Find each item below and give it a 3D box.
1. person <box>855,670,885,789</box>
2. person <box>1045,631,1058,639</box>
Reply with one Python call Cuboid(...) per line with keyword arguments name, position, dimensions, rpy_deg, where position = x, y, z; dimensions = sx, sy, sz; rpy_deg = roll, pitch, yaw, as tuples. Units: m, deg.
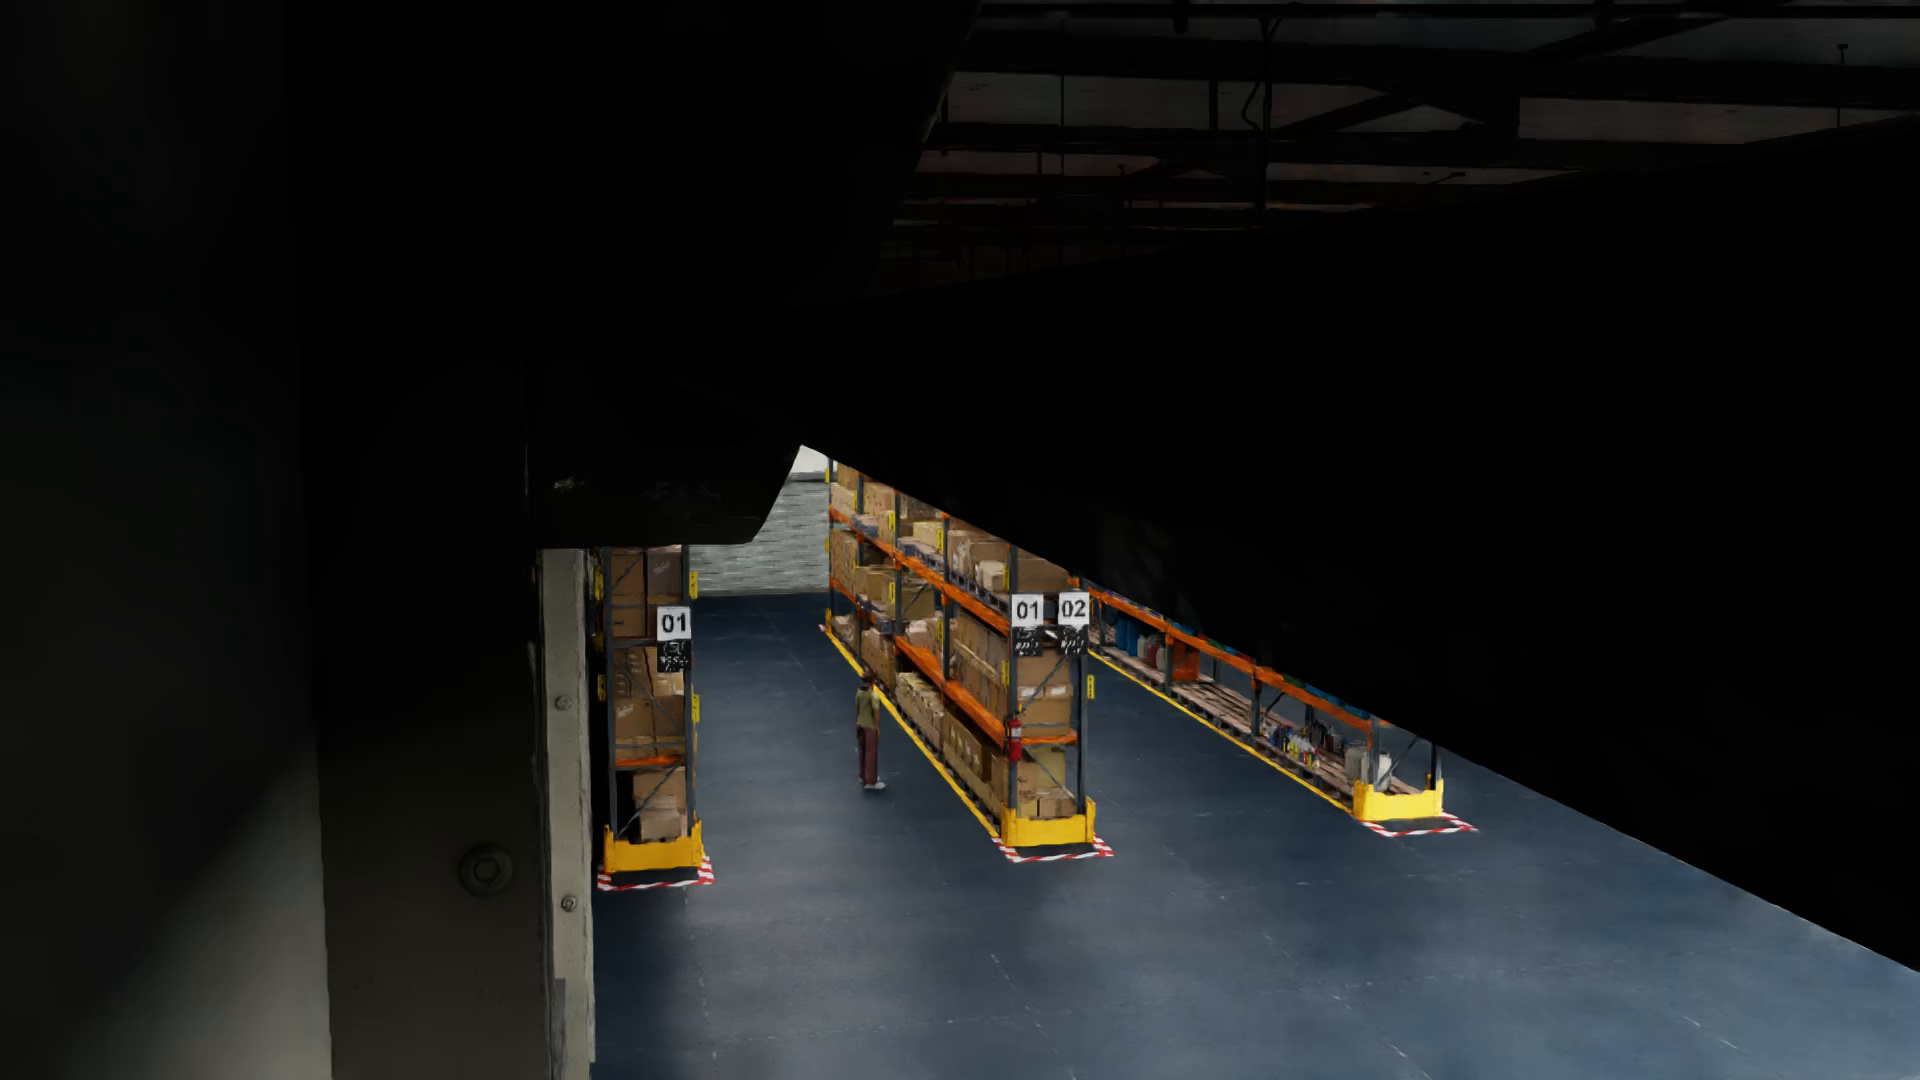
Cuboid(name="person", position=(-1.266, 2.679, 23.700), dimensions=(0.432, 1.677, 0.499), rpy_deg=(-6, 9, -43))
Cuboid(name="person", position=(1.478, 2.113, 28.168), dimensions=(0.457, 1.762, 0.603), rpy_deg=(-5, 9, -38))
